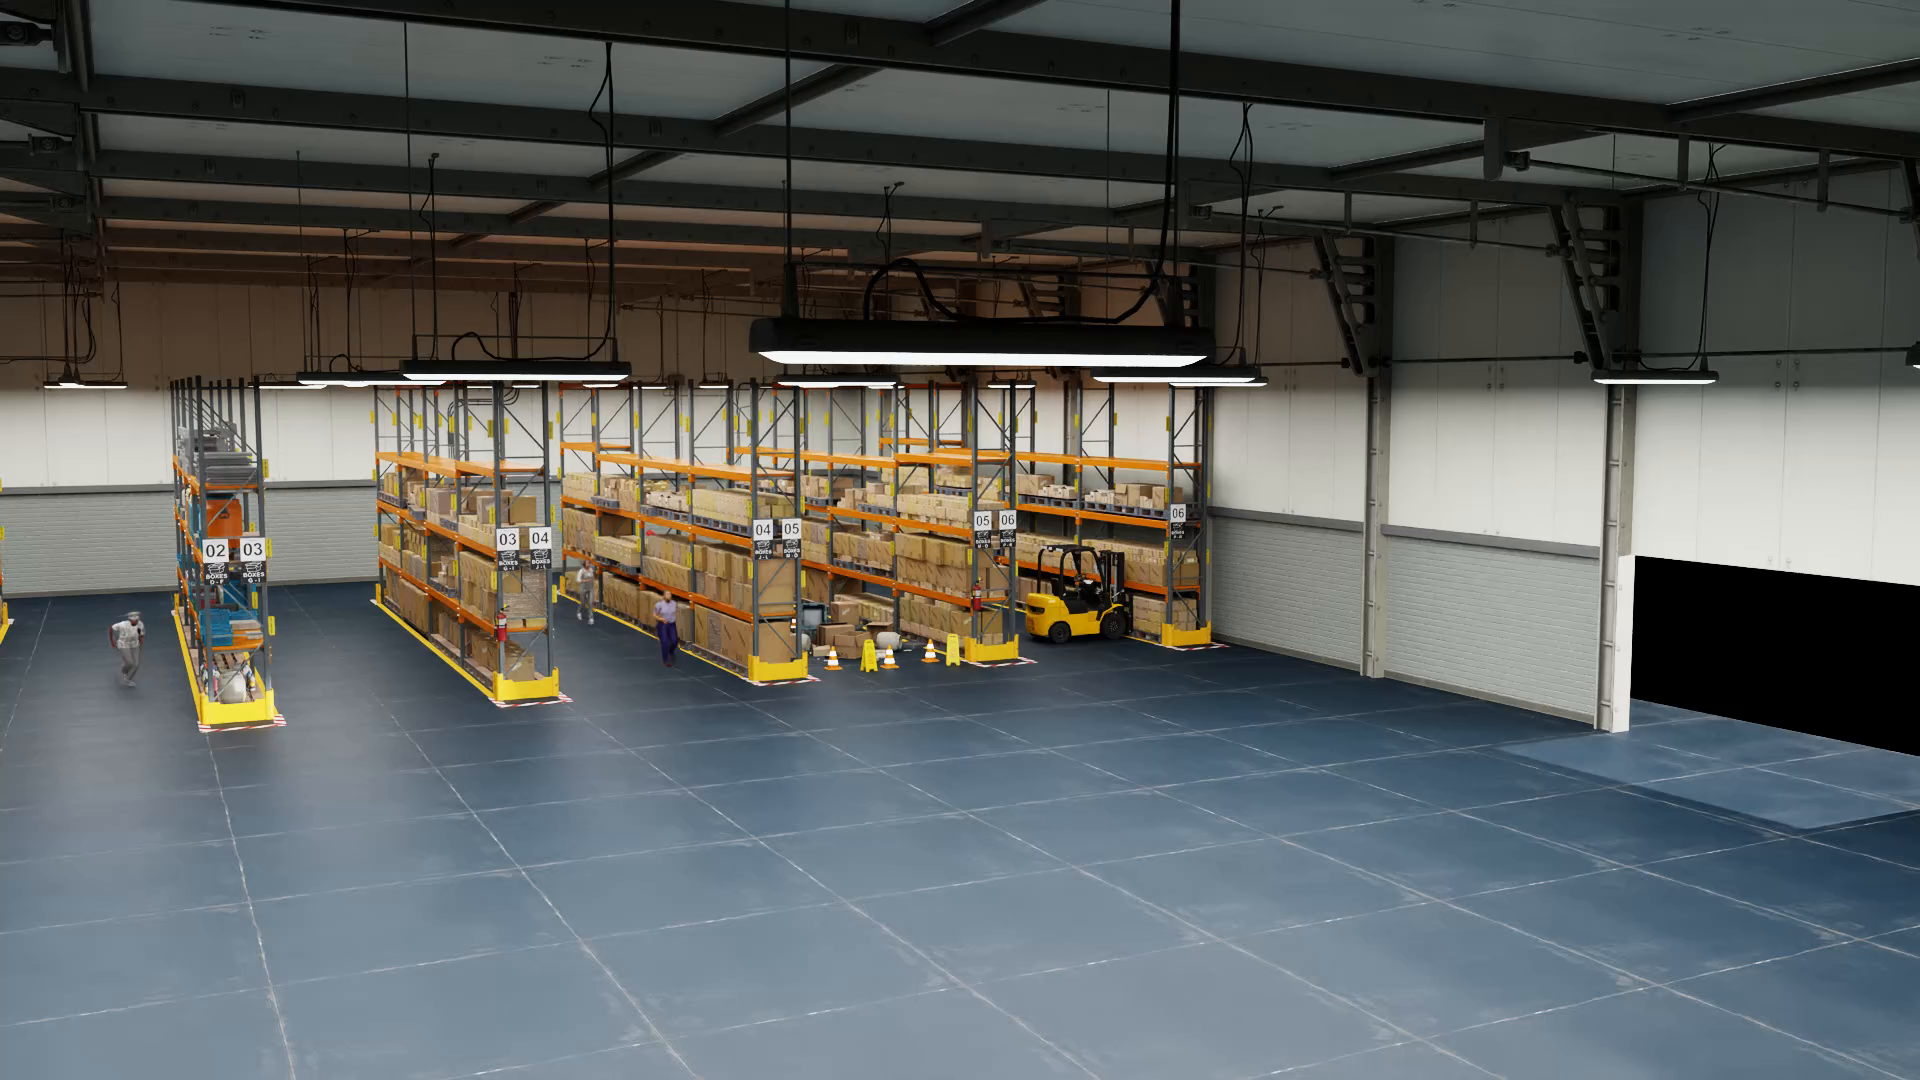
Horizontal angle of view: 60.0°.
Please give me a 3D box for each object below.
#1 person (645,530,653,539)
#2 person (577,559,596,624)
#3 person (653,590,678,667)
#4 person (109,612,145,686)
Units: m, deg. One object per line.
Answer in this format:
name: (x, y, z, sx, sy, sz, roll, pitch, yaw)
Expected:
person: (-8.915, 0.551, 48.211, 0.812, 1.677, 0.614, 4, 6, 35)
person: (-9.239, 1.252, 41.084, 0.537, 1.586, 0.881, -4, 6, -35)
person: (-6.103, 1.841, 34.700, 0.590, 1.613, 0.542, -3, 6, -30)
person: (-16.137, 2.124, 32.266, 0.779, 1.485, 0.596, 5, 7, 43)
